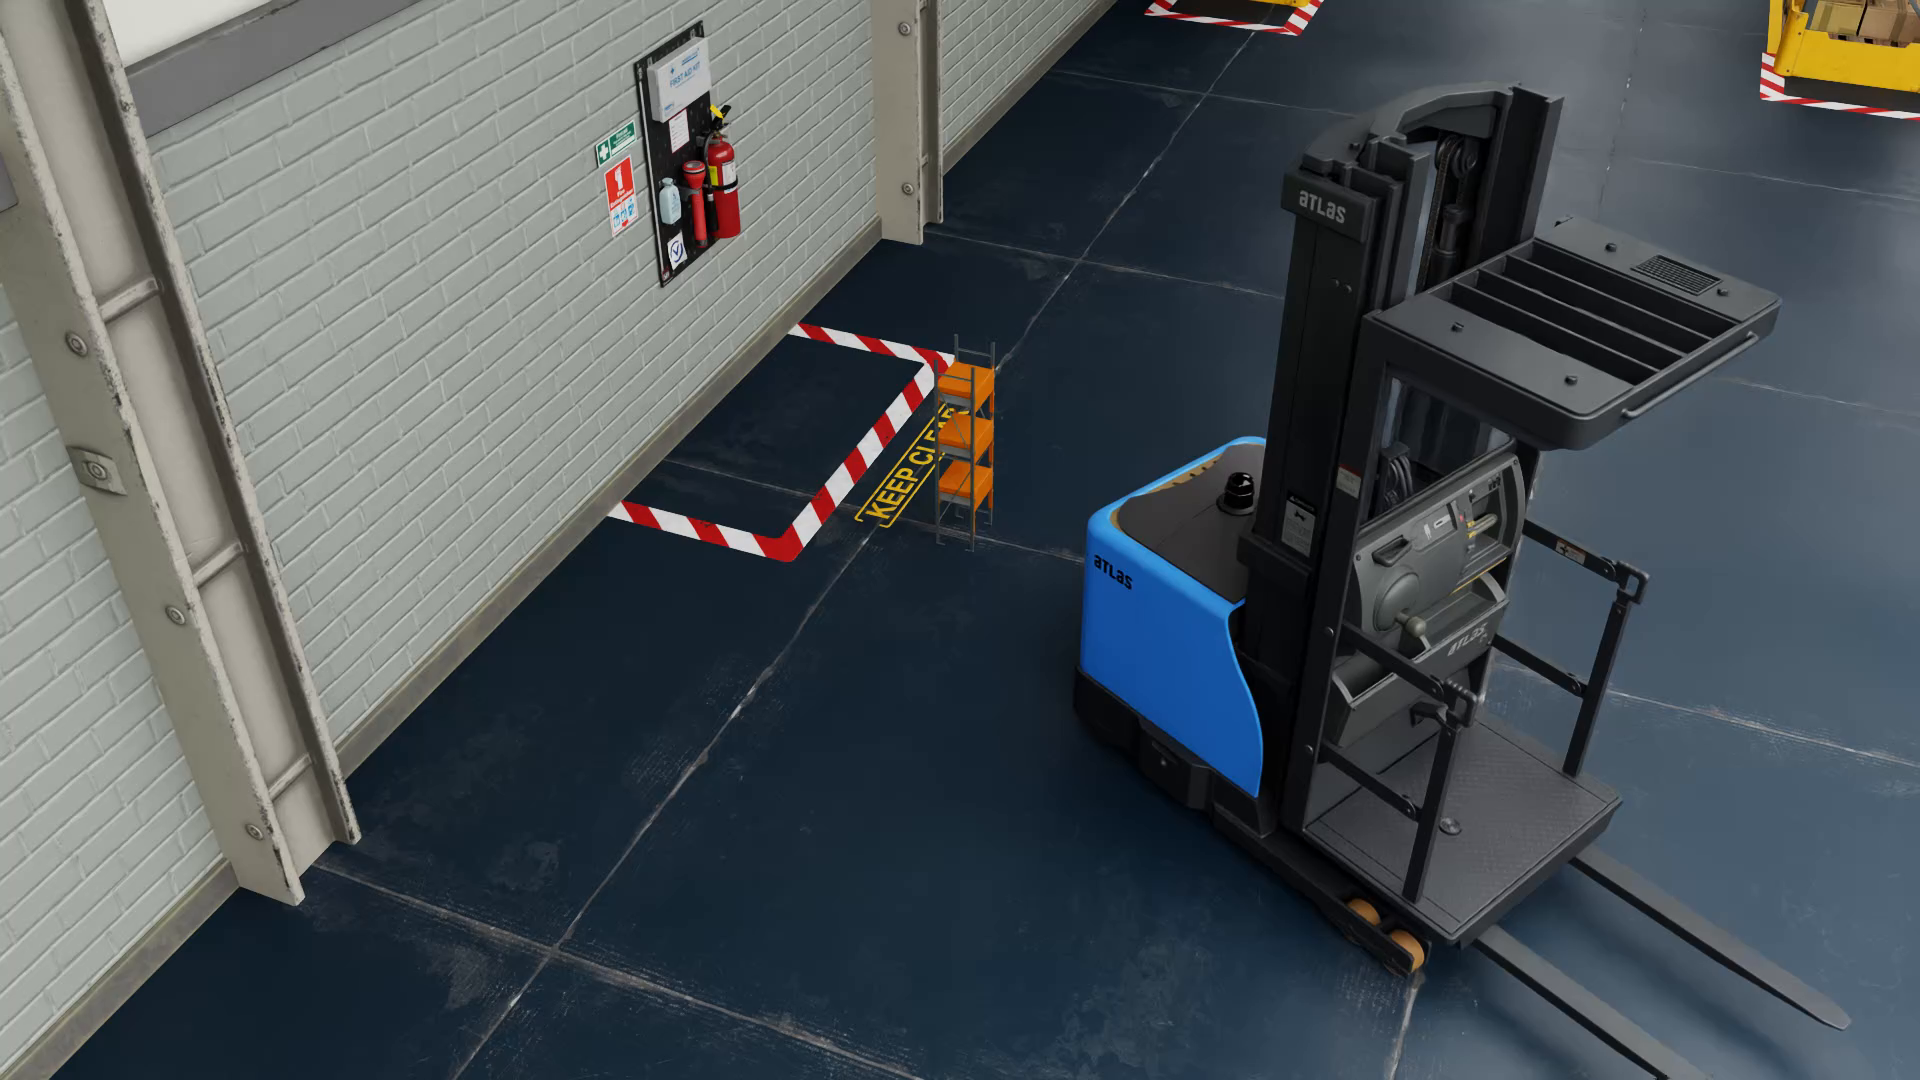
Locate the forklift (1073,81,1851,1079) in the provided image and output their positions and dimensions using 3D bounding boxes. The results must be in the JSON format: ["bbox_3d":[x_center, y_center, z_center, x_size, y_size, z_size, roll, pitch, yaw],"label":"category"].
[{"bbox_3d":[1.819,0.081,5.693,1.130,2.935,3.031,-27,44,-31],"label":"forklift"}]

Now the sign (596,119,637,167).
[{"bbox_3d":[-1.599,-1.849,7.746,0.001,0.109,0.331,14,39,18],"label":"sign"}]

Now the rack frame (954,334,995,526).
[{"bbox_3d":[0.067,-0.518,8.066,0.200,1.050,0.008,14,39,18],"label":"rack frame"}]

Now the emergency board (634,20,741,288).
[{"bbox_3d":[-1.303,-1.904,8.293,0.194,1.169,0.643,14,39,18],"label":"emergency board"}]

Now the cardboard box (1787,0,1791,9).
[{"bbox_3d":[7.181,-4.586,13.826,0.500,0.250,0.500,14,39,18],"label":"cardboard box"}]

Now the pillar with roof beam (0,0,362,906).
[{"bbox_3d":[1.370,-1.364,2.559,9.100,9.000,0.400,14,39,18],"label":"pillar with roof beam"}]

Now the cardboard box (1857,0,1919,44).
[{"bbox_3d":[7.481,-4.188,13.294,0.500,0.250,0.500,14,39,18],"label":"cardboard box"}]

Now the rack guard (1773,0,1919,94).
[{"bbox_3d":[7.062,-3.860,12.997,1.175,0.500,0.348,14,39,18],"label":"rack guard"}]

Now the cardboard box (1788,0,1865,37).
[{"bbox_3d":[7.002,-4.306,13.451,0.500,0.250,0.500,14,39,18],"label":"cardboard box"}]

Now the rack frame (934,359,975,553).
[{"bbox_3d":[-0.026,-0.383,7.885,0.200,1.050,0.008,14,39,18],"label":"rack frame"}]

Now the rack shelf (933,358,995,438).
[{"bbox_3d":[0.020,-0.669,7.812,0.215,0.259,0.240,14,39,18],"label":"rack shelf"}]

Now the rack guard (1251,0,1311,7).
[{"bbox_3d":[2.518,-5.042,14.578,1.175,0.500,0.348,14,39,18],"label":"rack guard"}]

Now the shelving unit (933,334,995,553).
[{"bbox_3d":[0.020,-0.450,7.975,0.215,1.050,0.252,14,39,18],"label":"shelving unit"}]

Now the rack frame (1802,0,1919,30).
[{"bbox_3d":[7.071,-4.875,12.267,1.000,3.000,0.127,14,39,18],"label":"rack frame"}]

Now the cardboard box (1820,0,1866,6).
[{"bbox_3d":[7.000,-4.607,13.228,0.500,0.500,0.500,14,39,18],"label":"cardboard box"}]

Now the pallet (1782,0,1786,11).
[{"bbox_3d":[7.789,-4.864,14.581,1.003,0.211,1.213,14,39,18],"label":"pallet"}]

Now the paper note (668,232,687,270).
[{"bbox_3d":[-1.435,-1.469,8.446,0.016,0.148,0.142,14,39,18],"label":"paper note"}]

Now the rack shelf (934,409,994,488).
[{"bbox_3d":[0.020,-0.442,7.982,0.215,0.259,0.240,14,39,18],"label":"rack shelf"}]

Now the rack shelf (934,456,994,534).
[{"bbox_3d":[0.020,-0.219,8.148,0.215,0.259,0.240,14,39,18],"label":"rack shelf"}]

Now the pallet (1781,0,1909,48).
[{"bbox_3d":[7.324,-4.191,13.681,1.003,0.211,1.213,14,39,18],"label":"pallet"}]

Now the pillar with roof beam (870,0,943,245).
[{"bbox_3d":[3.653,-4.686,7.003,9.100,9.000,0.400,14,39,18],"label":"pillar with roof beam"}]

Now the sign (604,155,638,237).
[{"bbox_3d":[-1.609,-1.636,7.904,0.001,0.329,0.234,14,39,18],"label":"sign"}]
